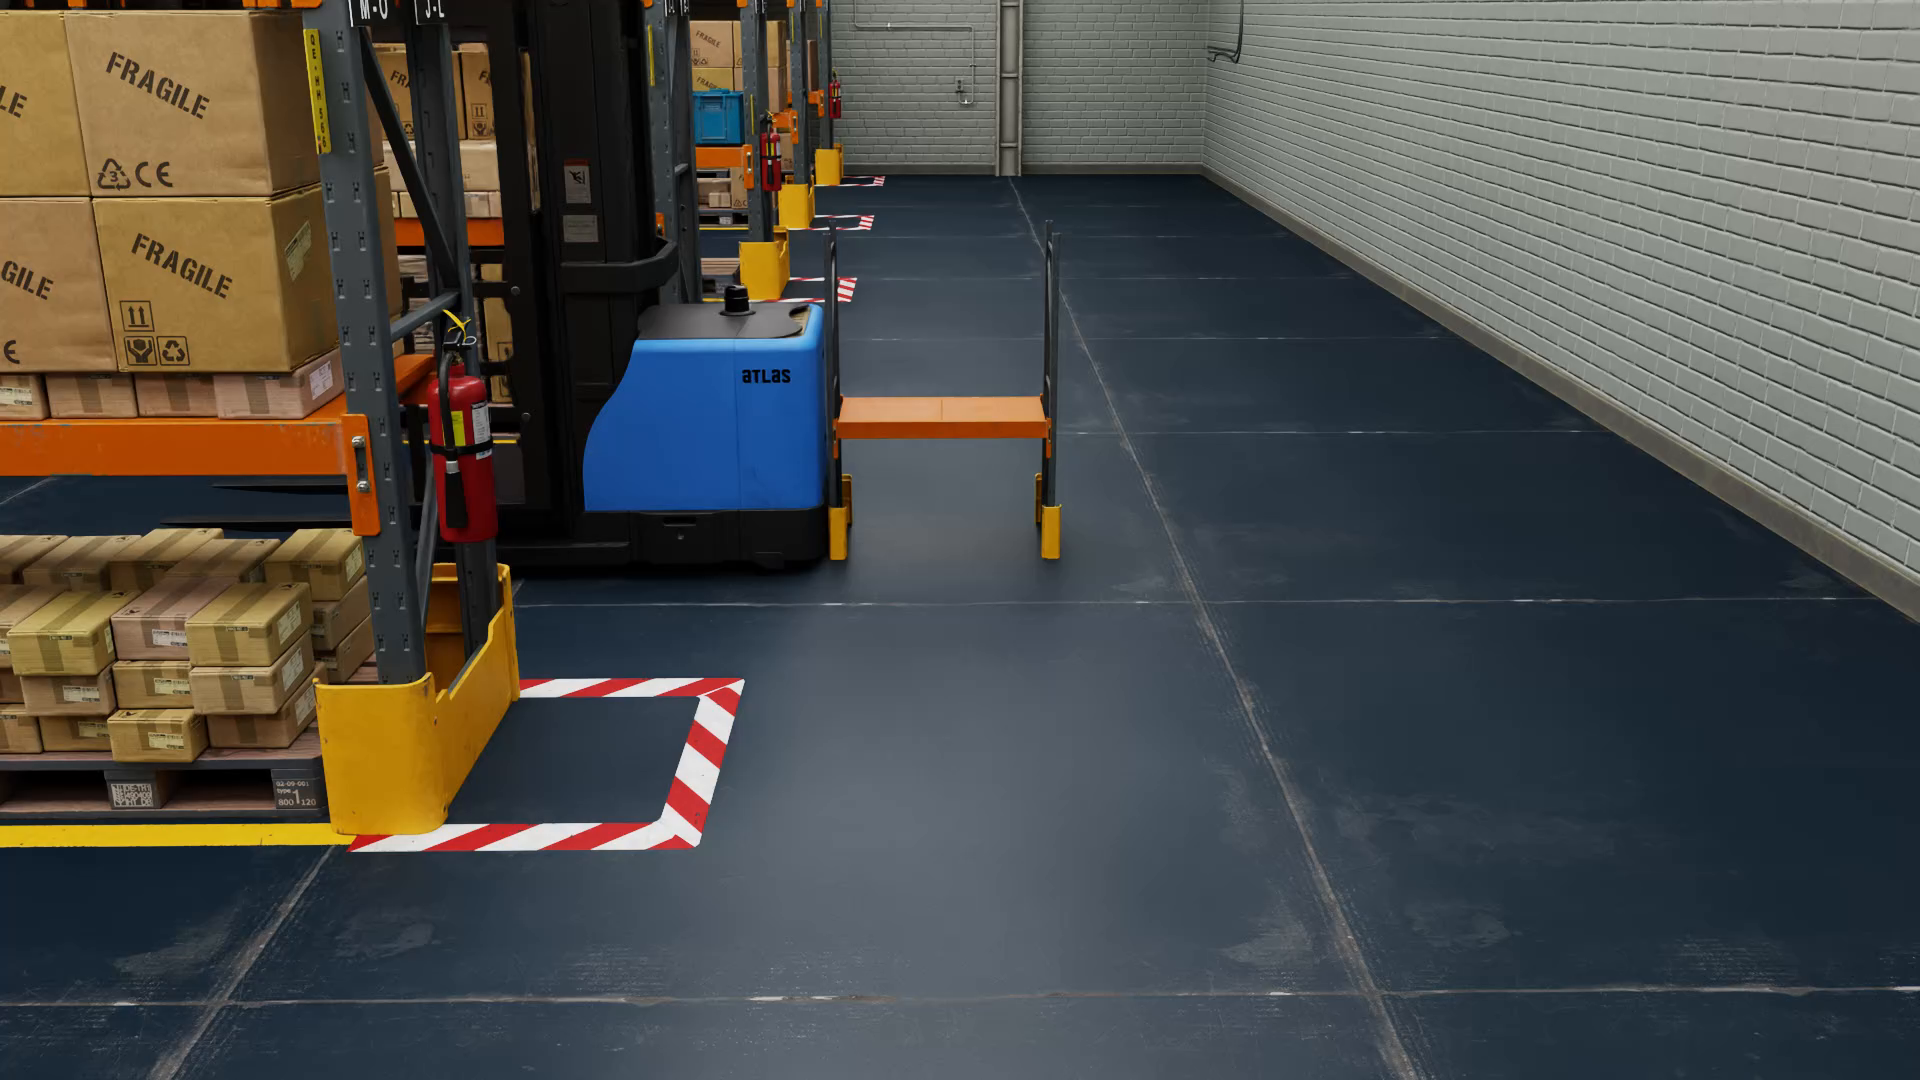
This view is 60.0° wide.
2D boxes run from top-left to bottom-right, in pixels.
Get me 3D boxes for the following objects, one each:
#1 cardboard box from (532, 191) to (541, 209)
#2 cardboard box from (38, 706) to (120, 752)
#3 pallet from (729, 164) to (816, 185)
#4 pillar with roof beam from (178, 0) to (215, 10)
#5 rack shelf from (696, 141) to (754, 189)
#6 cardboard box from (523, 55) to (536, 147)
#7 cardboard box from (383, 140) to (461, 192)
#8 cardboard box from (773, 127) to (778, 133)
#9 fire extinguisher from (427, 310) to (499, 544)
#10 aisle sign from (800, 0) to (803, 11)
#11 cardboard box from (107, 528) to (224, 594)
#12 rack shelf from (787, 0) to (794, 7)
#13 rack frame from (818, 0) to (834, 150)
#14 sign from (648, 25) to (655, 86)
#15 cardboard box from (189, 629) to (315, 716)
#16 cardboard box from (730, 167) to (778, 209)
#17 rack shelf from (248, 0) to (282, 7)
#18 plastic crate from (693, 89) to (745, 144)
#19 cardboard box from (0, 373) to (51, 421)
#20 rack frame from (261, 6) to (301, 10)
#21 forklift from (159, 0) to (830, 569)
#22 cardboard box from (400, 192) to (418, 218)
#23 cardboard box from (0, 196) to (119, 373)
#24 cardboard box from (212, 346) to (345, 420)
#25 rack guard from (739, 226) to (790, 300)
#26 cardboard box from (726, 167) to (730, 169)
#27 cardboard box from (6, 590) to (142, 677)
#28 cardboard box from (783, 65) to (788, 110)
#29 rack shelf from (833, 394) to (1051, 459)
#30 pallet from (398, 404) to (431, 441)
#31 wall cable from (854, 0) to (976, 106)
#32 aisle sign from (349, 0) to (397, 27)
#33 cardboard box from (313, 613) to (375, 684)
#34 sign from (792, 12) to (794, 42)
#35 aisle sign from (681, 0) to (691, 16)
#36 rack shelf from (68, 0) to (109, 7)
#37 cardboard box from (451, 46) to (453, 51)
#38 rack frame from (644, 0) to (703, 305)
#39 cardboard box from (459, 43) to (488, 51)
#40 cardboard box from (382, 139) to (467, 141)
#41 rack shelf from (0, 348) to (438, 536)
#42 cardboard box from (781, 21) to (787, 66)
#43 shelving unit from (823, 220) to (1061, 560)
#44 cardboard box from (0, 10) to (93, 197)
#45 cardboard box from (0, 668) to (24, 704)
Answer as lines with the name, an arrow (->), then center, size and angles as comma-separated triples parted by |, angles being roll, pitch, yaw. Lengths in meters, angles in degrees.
cardboard box -> -2.325, -1.979, 9.719 | 0.250, 0.149, 0.380 | 0, 18, 0
cardboard box -> -2.781, 0.543, 5.423 | 0.250, 0.149, 0.380 | 0, 18, -1
pallet -> -2.747, -5.386, 24.492 | 1.213, 0.211, 1.003 | 0, 18, -1
pillar with roof beam -> -11.194, -8.503, 19.821 | 0.400, 9.000, 9.100 | 0, 18, -1
rack shelf -> -3.793, -3.364, 14.800 | 4.000, 0.370, 1.077 | 0, 18, -1
cardboard box -> -2.198, -2.548, 9.610 | 0.500, 0.500, 0.500 | 0, 18, 0
cardboard box -> -3.211, -2.185, 9.707 | 0.500, 0.250, 0.500 | -1, 18, -3
cardboard box -> -2.773, -5.970, 24.090 | 0.250, 0.149, 0.380 | 0, 18, -2
fire extinguisher -> -1.478, -0.334, 4.914 | 0.183, 0.674, 0.296 | 0, 18, -1
aisle sign -> -1.794, -6.373, 18.749 | 0.004, 0.787, 0.394 | 0, 18, -1
cardboard box -> -2.794, 0.085, 5.876 | 0.250, 0.149, 0.380 | 0, 18, -1
rack shelf -> -3.867, -6.305, 19.058 | 4.000, 0.370, 1.077 | 0, 18, -1
rack frame -> -1.949, -6.742, 24.153 | 0.127, 3.000, 1.000 | 0, 18, -1
sign -> -1.720, -2.701, 9.275 | 0.005, 0.325, 0.100 | 0, 18, -1
cardboard box -> -2.261, 0.418, 5.327 | 0.250, 0.149, 0.380 | -1, 18, -2
cardboard box -> -2.407, -4.170, 19.508 | 0.500, 0.500, 0.500 | 0, 18, -1
rack shelf -> -7.948, -7.798, 23.714 | 4.000, 0.370, 1.077 | 0, 18, -1
plastic crate -> -2.125, -3.703, 14.523 | 0.499, 0.435, 0.616 | 0, 18, -1
cardboard box -> -2.813, -0.476, 5.033 | 0.250, 0.149, 0.380 | 0, 18, 1
rack frame -> -5.792, -3.697, 14.660 | 0.127, 3.000, 1.000 | 0, 18, -1
forklift -> -2.147, -1.380, 7.551 | 3.031, 2.935, 1.130 | -1, 18, -2
cardboard box -> -3.087, -1.976, 9.707 | 0.250, 0.149, 0.380 | -1, 18, -2
cardboard box -> -2.698, -0.795, 4.965 | 0.500, 0.500, 0.500 | -1, 18, -2
cardboard box -> -2.059, -0.480, 5.045 | 0.250, 0.149, 0.380 | 0, 18, -1
rack guard -> -1.769, -2.530, 15.115 | 0.348, 0.500, 1.175 | 0, 18, -1
cardboard box -> -3.148, -5.715, 24.357 | 0.500, 0.500, 0.700 | 0, 18, -1
cardboard box -> -2.772, 0.290, 5.238 | 0.250, 0.149, 0.380 | -1, 18, -2
cardboard box -> -2.315, -5.355, 19.665 | 0.500, 0.500, 0.500 | 0, 18, 0
rack shelf -> -0.085, -0.542, 7.872 | 1.000, 0.185, 0.538 | 0, 18, -1
pallet -> -3.730, -0.843, 10.328 | 1.213, 0.211, 1.003 | 0, 18, -1
wall cable -> -0.684, -7.520, 24.917 | 1.851, 1.984, 0.084 | 0, 18, -1
aisle sign -> -1.660, -1.834, 4.599 | 0.004, 0.787, 0.394 | 0, 18, -1
cardboard box -> -2.266, 0.375, 5.949 | 0.250, 0.149, 0.380 | 0, 18, 0
sign -> -1.879, -5.761, 18.683 | 0.005, 0.325, 0.100 | 0, 18, -1
aisle sign -> -1.647, -3.533, 9.894 | 0.004, 0.787, 0.394 | 0, 18, -1
rack shelf -> -11.866, -6.266, 18.938 | 4.000, 0.370, 1.077 | 0, 18, -1
cardboard box -> -7.419, -6.837, 23.765 | 0.500, 0.500, 0.500 | 0, 18, -1
rack frame -> -1.715, -2.203, 10.005 | 0.127, 3.000, 1.000 | 0, 18, -1
cardboard box -> -5.391, -5.649, 18.947 | 0.500, 0.500, 0.500 | 0, 18, 1
cardboard box -> -3.221, -2.348, 10.214 | 0.500, 0.250, 0.500 | -1, 18, -3
rack shelf -> -3.737, -0.336, 5.361 | 4.000, 0.370, 1.077 | 0, 18, -1
cardboard box -> -2.315, -5.831, 19.513 | 0.500, 0.500, 0.500 | 0, 18, 1
shelving unit -> -0.076, -0.714, 7.817 | 1.083, 1.500, 0.587 | 0, 18, -1
cardboard box -> -2.698, -1.272, 4.816 | 0.500, 0.500, 0.500 | -1, 18, -3
cardboard box -> -3.050, 0.391, 5.411 | 0.250, 0.149, 0.380 | 0, 18, -2
